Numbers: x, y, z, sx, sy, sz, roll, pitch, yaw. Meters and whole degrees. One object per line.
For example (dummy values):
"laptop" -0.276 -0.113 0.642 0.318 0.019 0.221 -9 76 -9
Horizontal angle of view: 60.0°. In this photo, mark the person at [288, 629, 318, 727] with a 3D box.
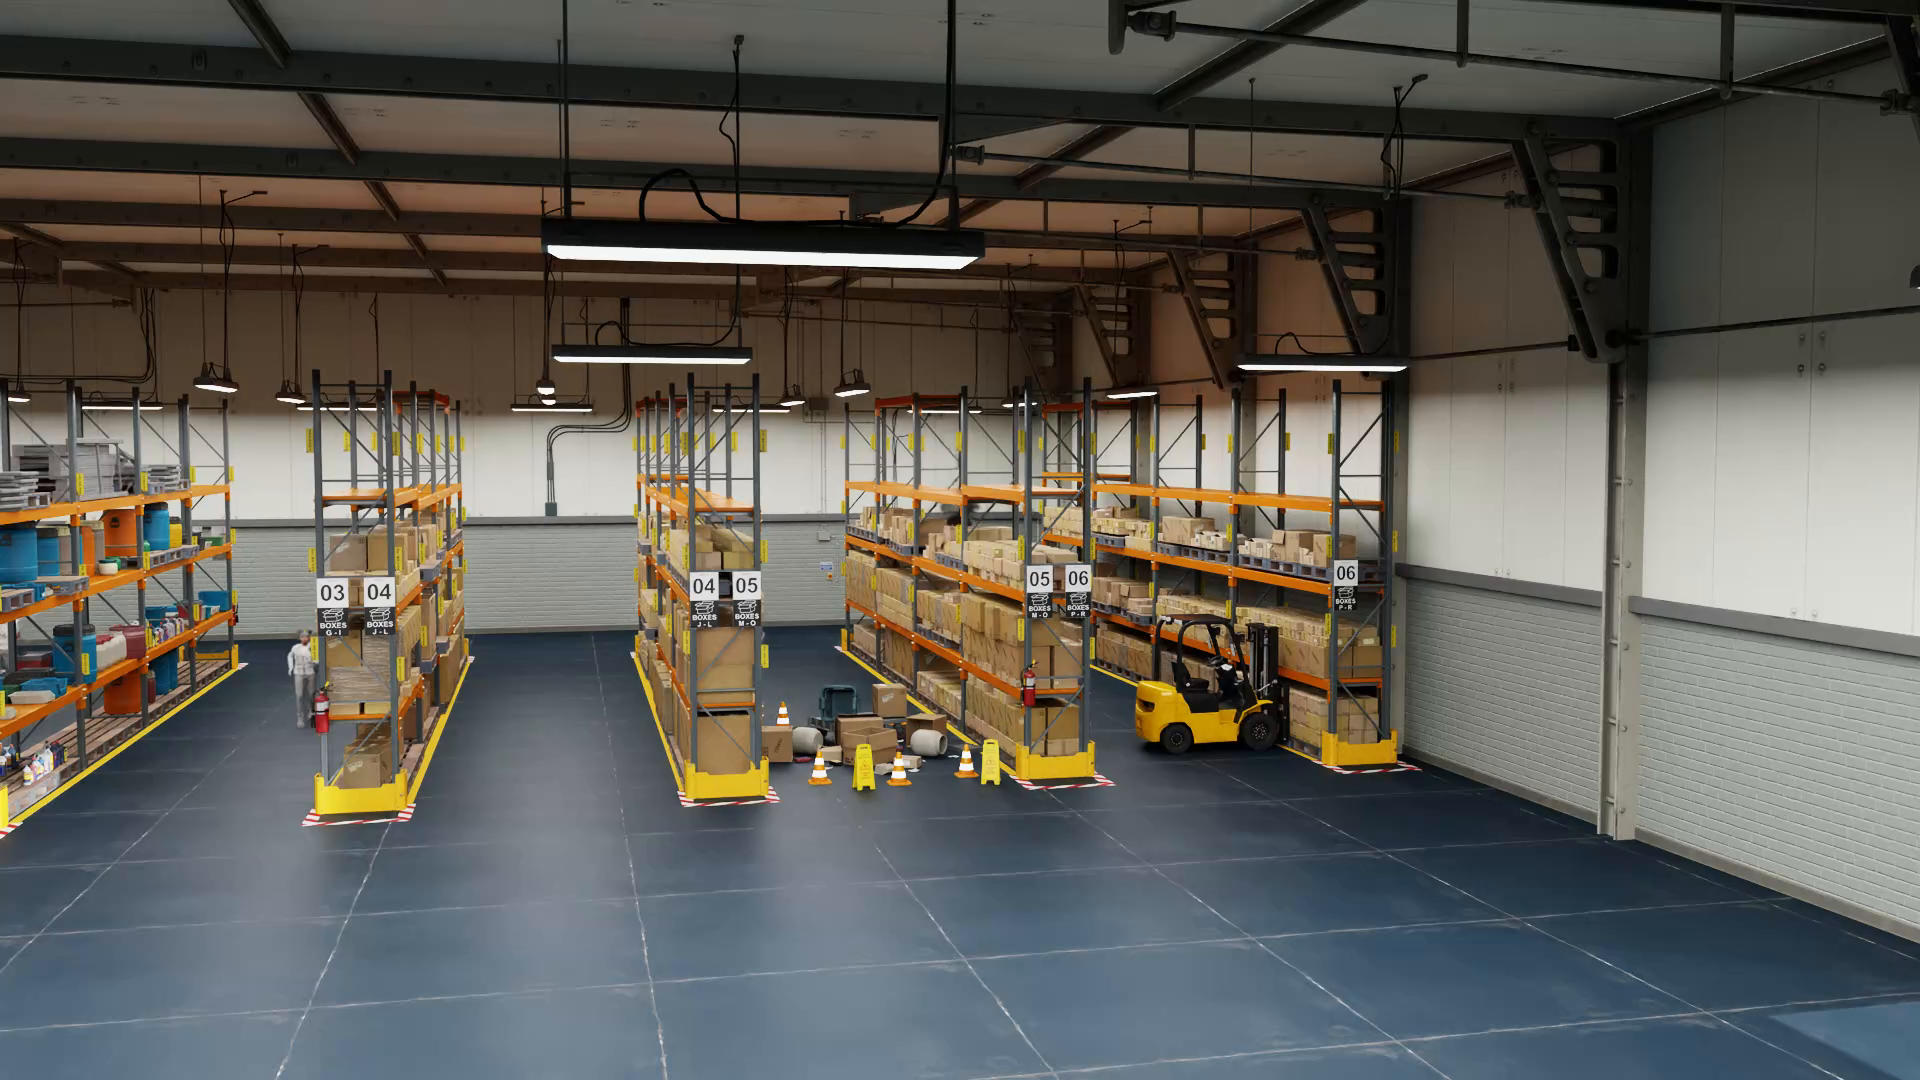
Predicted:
"person" -11.671 2.422 29.650 0.604 1.704 0.915 -1 3 -17

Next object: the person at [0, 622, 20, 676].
"person" -18.938 2.187 32.856 0.681 1.807 0.919 -1 3 -19
